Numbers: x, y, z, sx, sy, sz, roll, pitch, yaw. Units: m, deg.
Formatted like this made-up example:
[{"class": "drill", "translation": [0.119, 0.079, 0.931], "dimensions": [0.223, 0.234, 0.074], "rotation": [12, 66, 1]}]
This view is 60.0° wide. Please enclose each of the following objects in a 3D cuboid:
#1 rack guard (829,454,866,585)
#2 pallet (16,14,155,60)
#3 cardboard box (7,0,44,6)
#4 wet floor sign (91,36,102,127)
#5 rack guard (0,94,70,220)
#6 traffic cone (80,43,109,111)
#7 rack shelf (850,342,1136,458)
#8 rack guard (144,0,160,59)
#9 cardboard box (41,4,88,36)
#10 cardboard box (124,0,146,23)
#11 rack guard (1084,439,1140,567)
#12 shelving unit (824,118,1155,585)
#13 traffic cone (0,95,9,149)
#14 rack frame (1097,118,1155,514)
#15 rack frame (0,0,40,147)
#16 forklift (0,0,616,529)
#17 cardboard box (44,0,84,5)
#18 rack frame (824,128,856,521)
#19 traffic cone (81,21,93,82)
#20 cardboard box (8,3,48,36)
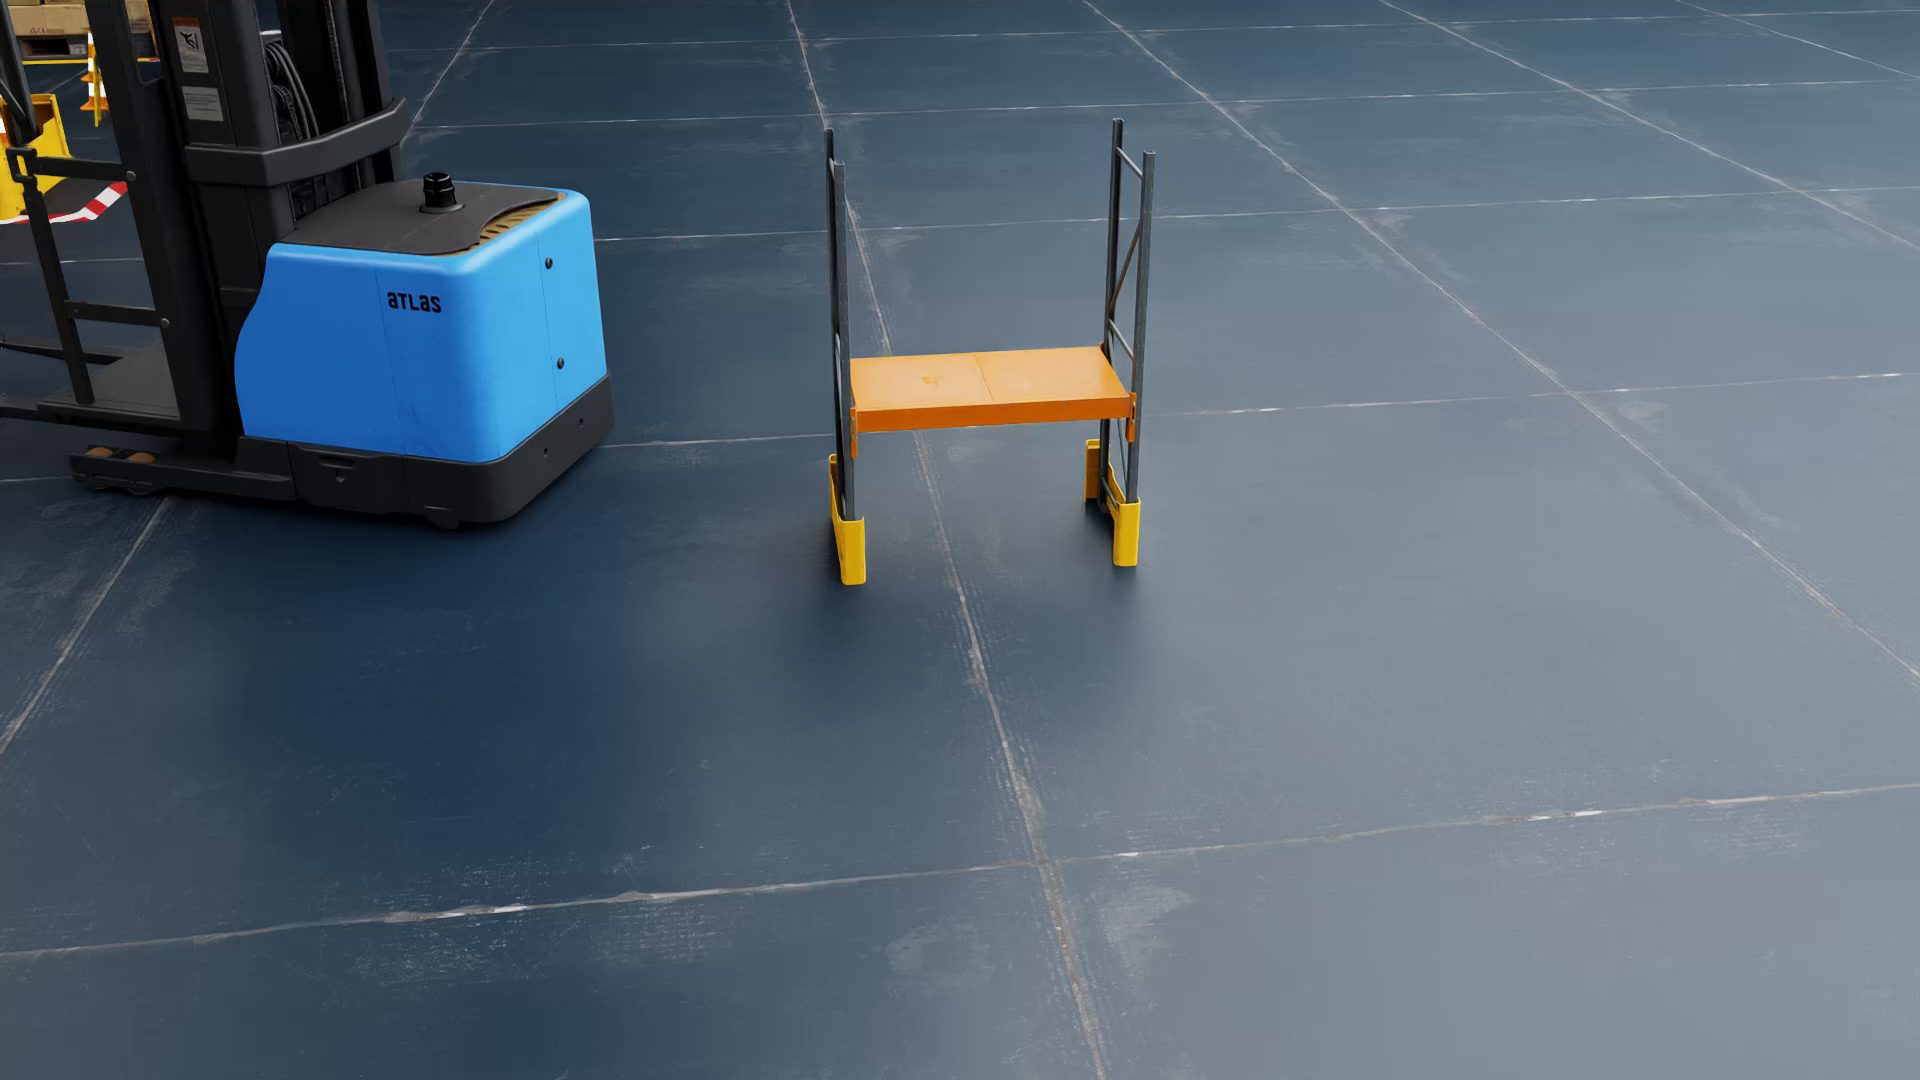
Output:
[{"class": "rack guard", "translation": [-0.418, -0.084, 6.141], "dimensions": [0.087, 0.250, 0.587], "rotation": [-4, 27, -7]}, {"class": "pallet", "translation": [-7.652, -4.465, 14.720], "dimensions": [1.213, 0.211, 1.003], "rotation": [-4, 27, -7]}, {"class": "cardboard box", "translation": [-8.040, -4.840, 14.127], "dimensions": [0.500, 0.500, 0.500], "rotation": [-3, 27, -5]}, {"class": "wet floor sign", "translation": [-6.224, -3.364, 12.100], "dimensions": [0.232, 0.644, 0.267], "rotation": [-8, 28, -16]}, {"class": "rack guard", "translation": [-5.953, -2.404, 10.388], "dimensions": [0.348, 0.500, 1.175], "rotation": [-4, 27, -7]}, {"class": "traffic cone", "translation": [-6.522, -3.527, 12.616], "dimensions": [0.334, 0.463, 0.336], "rotation": [-4, 27, -7]}, {"class": "rack shelf", "translation": [0.084, -0.513, 6.000], "dimensions": [1.000, 0.185, 0.538], "rotation": [-4, 27, -7]}, {"class": "rack guard", "translation": [-6.842, -4.629, 14.724], "dimensions": [0.348, 0.500, 1.175], "rotation": [-4, 27, -7]}, {"class": "cardboard box", "translation": [-7.554, -4.535, 14.354], "dimensions": [0.500, 0.250, 0.500], "rotation": [-4, 27, -7]}, {"class": "cardboard box", "translation": [-7.604, -4.783, 14.838], "dimensions": [0.500, 0.250, 0.500], "rotation": [-4, 27, -8]}, {"class": "rack guard", "translation": [0.569, -0.148, 6.264], "dimensions": [0.087, 0.250, 0.587], "rotation": [-4, 27, -7]}, {"class": "shelving unit", "translation": [0.075, -0.672, 5.917], "dimensions": [1.083, 1.500, 0.587], "rotation": [-4, 27, -7]}, {"class": "traffic cone", "translation": [-6.701, -2.994, 11.579], "dimensions": [0.334, 0.463, 0.336], "rotation": [-4, 27, -7]}, {"class": "rack frame", "translation": [0.588, -0.705, 5.981], "dimensions": [0.032, 1.500, 0.500], "rotation": [-4, 27, -7]}, {"class": "rack frame", "translation": [-5.977, -3.515, 9.814], "dimensions": [0.127, 3.000, 1.000], "rotation": [-4, 27, -7]}, {"class": "forklift", "translation": [-3.031, -1.705, 6.361], "dimensions": [3.031, 2.935, 1.130], "rotation": [7, 28, 13]}, {"class": "cardboard box", "translation": [-7.524, -4.874, 14.194], "dimensions": [0.500, 0.500, 0.500], "rotation": [-4, 27, -7]}, {"class": "rack frame", "translation": [-0.419, -0.640, 5.855], "dimensions": [0.032, 1.500, 0.500], "rotation": [-4, 27, -7]}, {"class": "traffic cone", "translation": [-7.013, -4.007, 13.552], "dimensions": [0.334, 0.463, 0.336], "rotation": [-4, 27, -7]}, {"class": "cardboard box", "translation": [-8.044, -4.507, 14.300], "dimensions": [0.500, 0.250, 0.500], "rotation": [-4, 27, -7]}]
